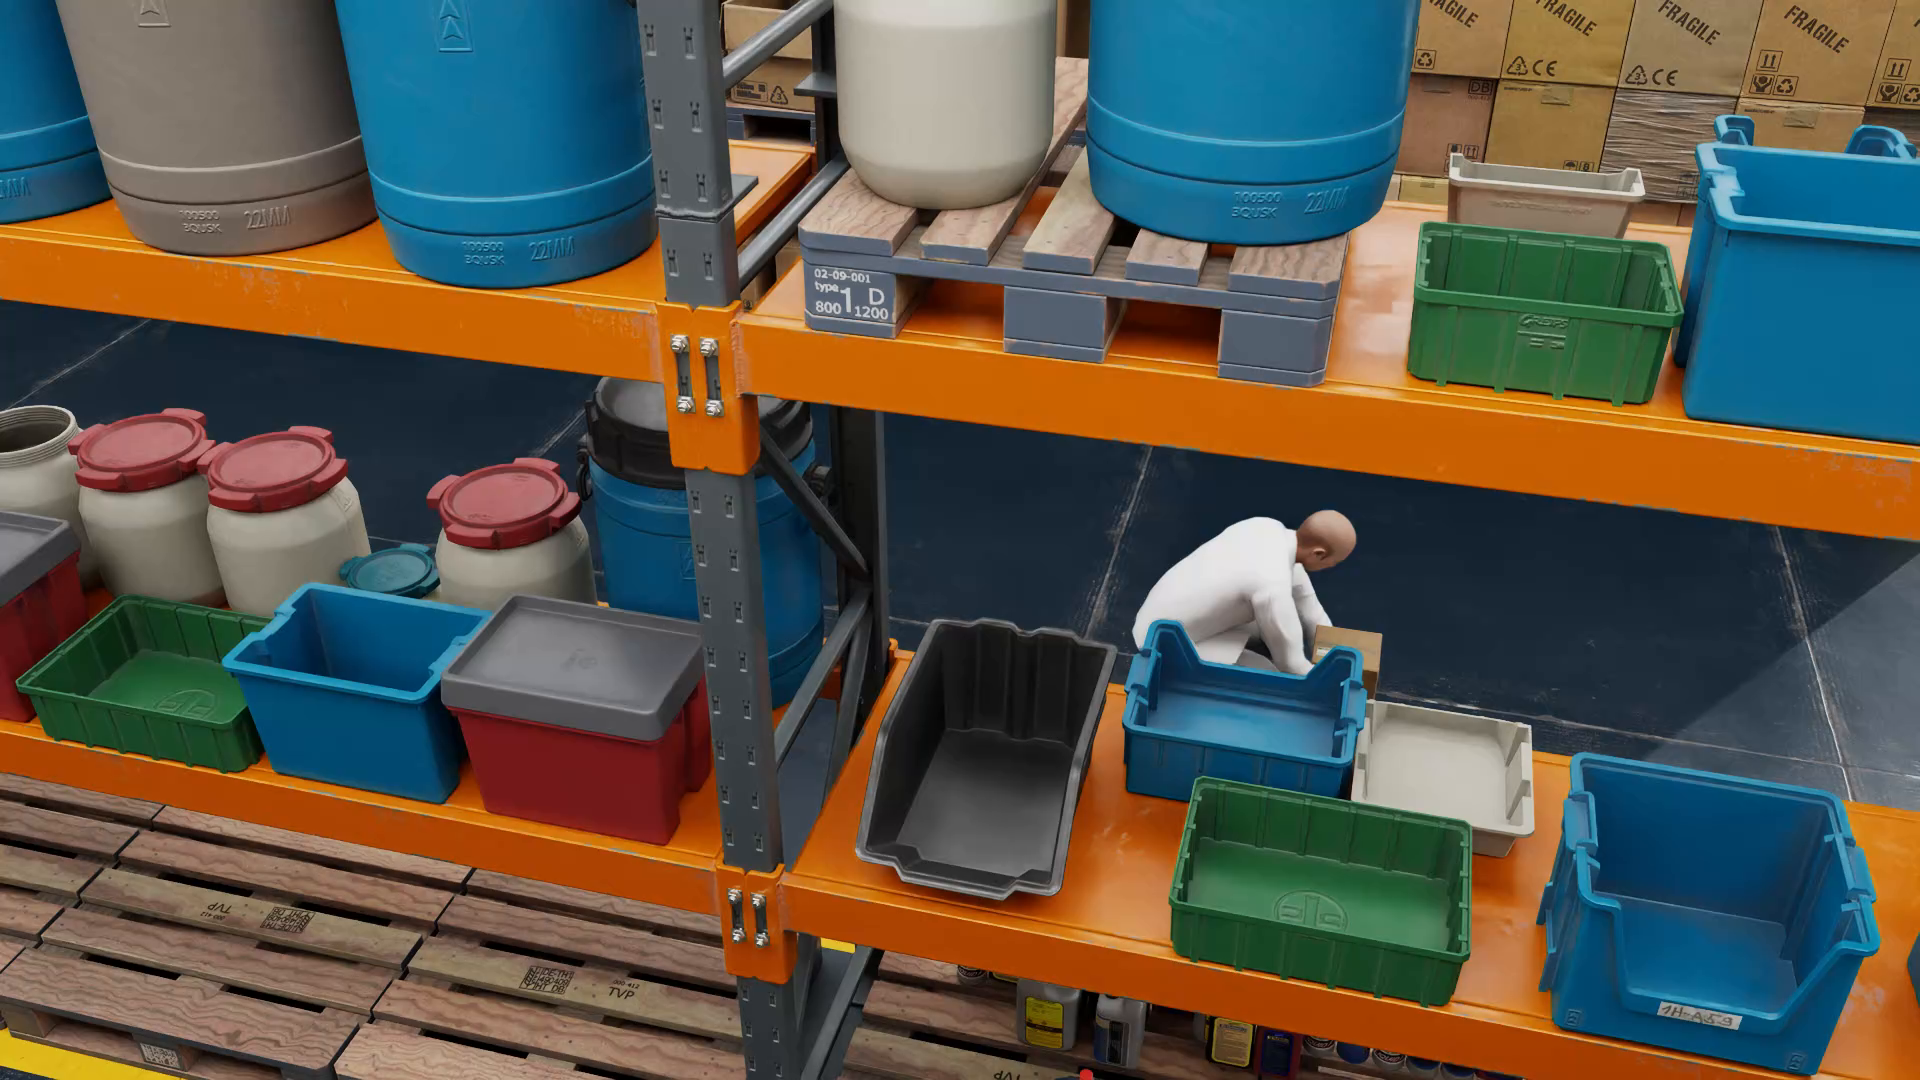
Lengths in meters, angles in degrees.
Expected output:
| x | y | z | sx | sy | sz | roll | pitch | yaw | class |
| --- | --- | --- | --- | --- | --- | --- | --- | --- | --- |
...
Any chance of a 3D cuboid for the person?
| x | y | z | sx | sy | sz | roll | pitch | yaw | class |
| --- | --- | --- | --- | --- | --- | --- | --- | --- | --- |
| 1.126 | 0.316 | 6.389 | 0.909 | 0.995 | 0.604 | 8 | 33 | 13 | person |
